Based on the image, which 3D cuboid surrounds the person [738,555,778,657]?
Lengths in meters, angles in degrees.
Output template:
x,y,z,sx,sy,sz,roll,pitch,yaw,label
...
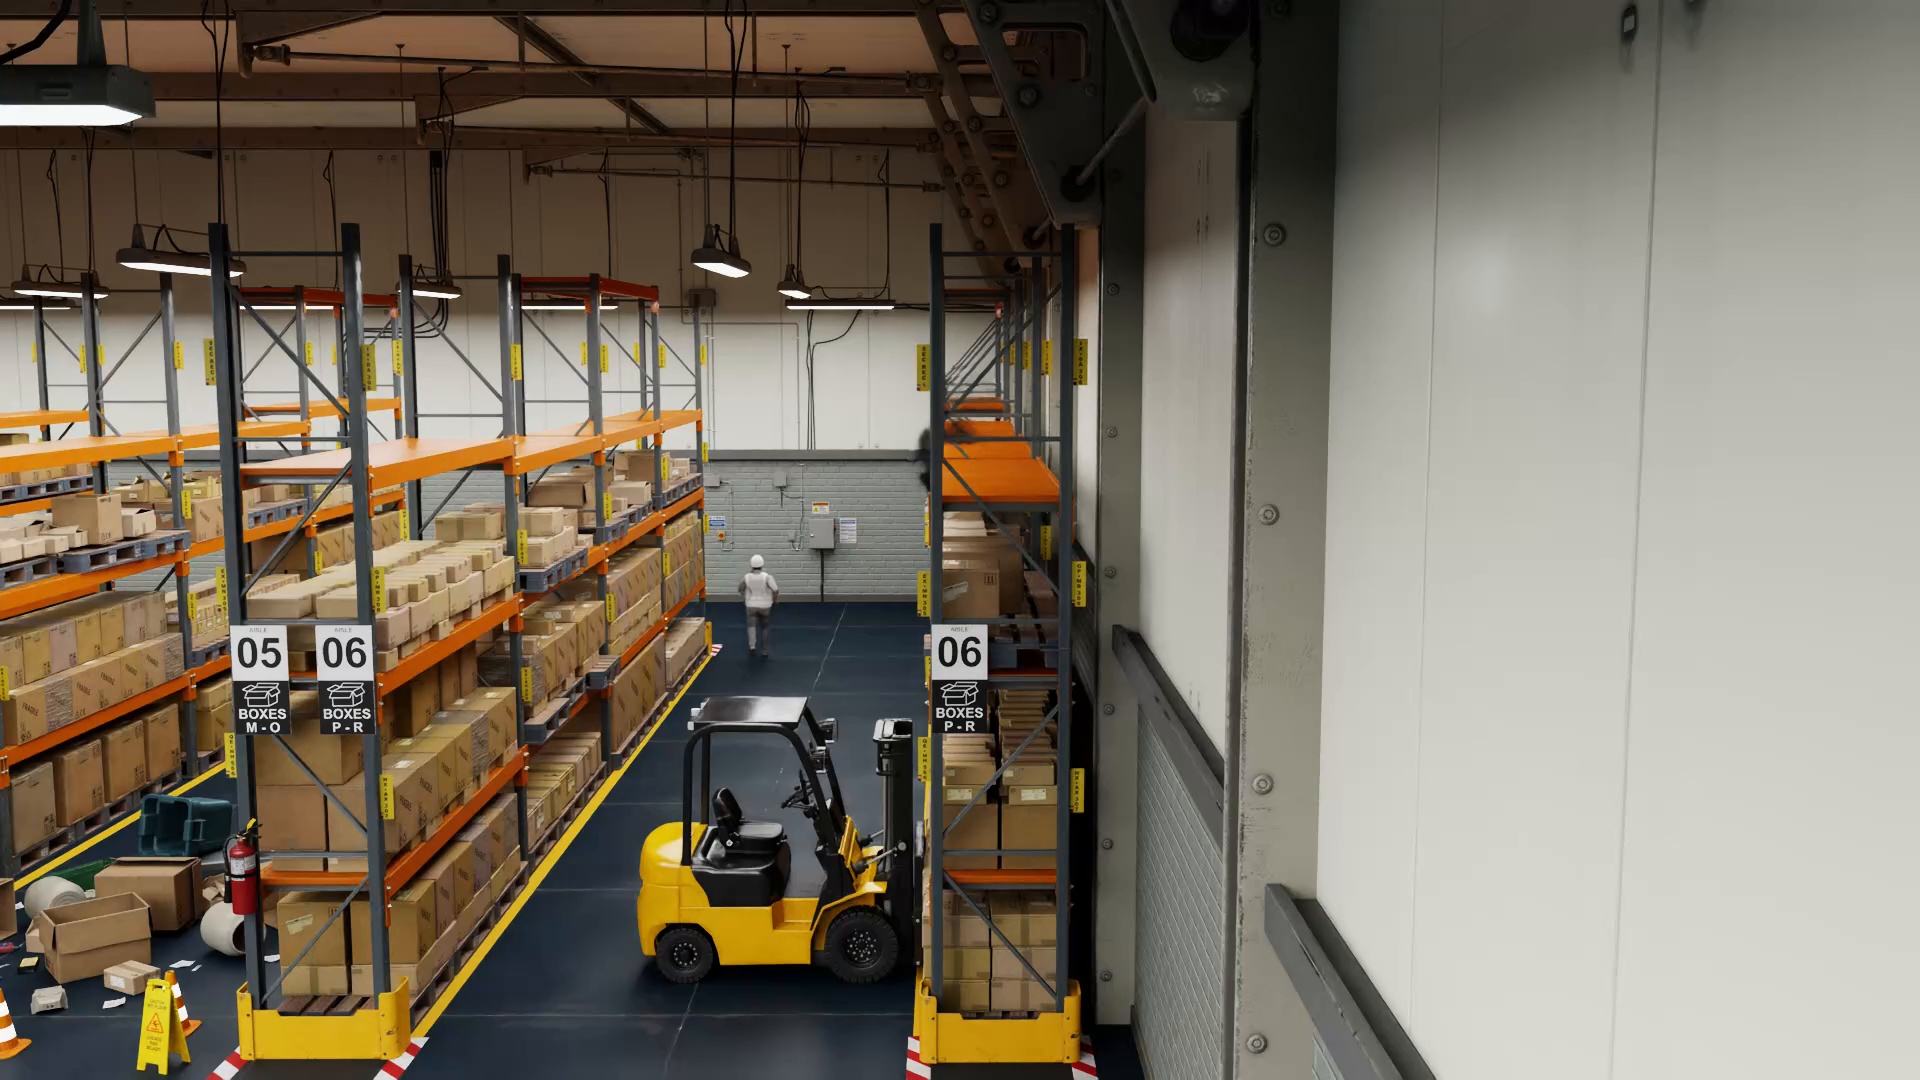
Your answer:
x,y,z,sx,sy,sz,roll,pitch,yaw,label
-3.307,1.094,27.441,0.687,1.743,0.895,0,7,1,person
